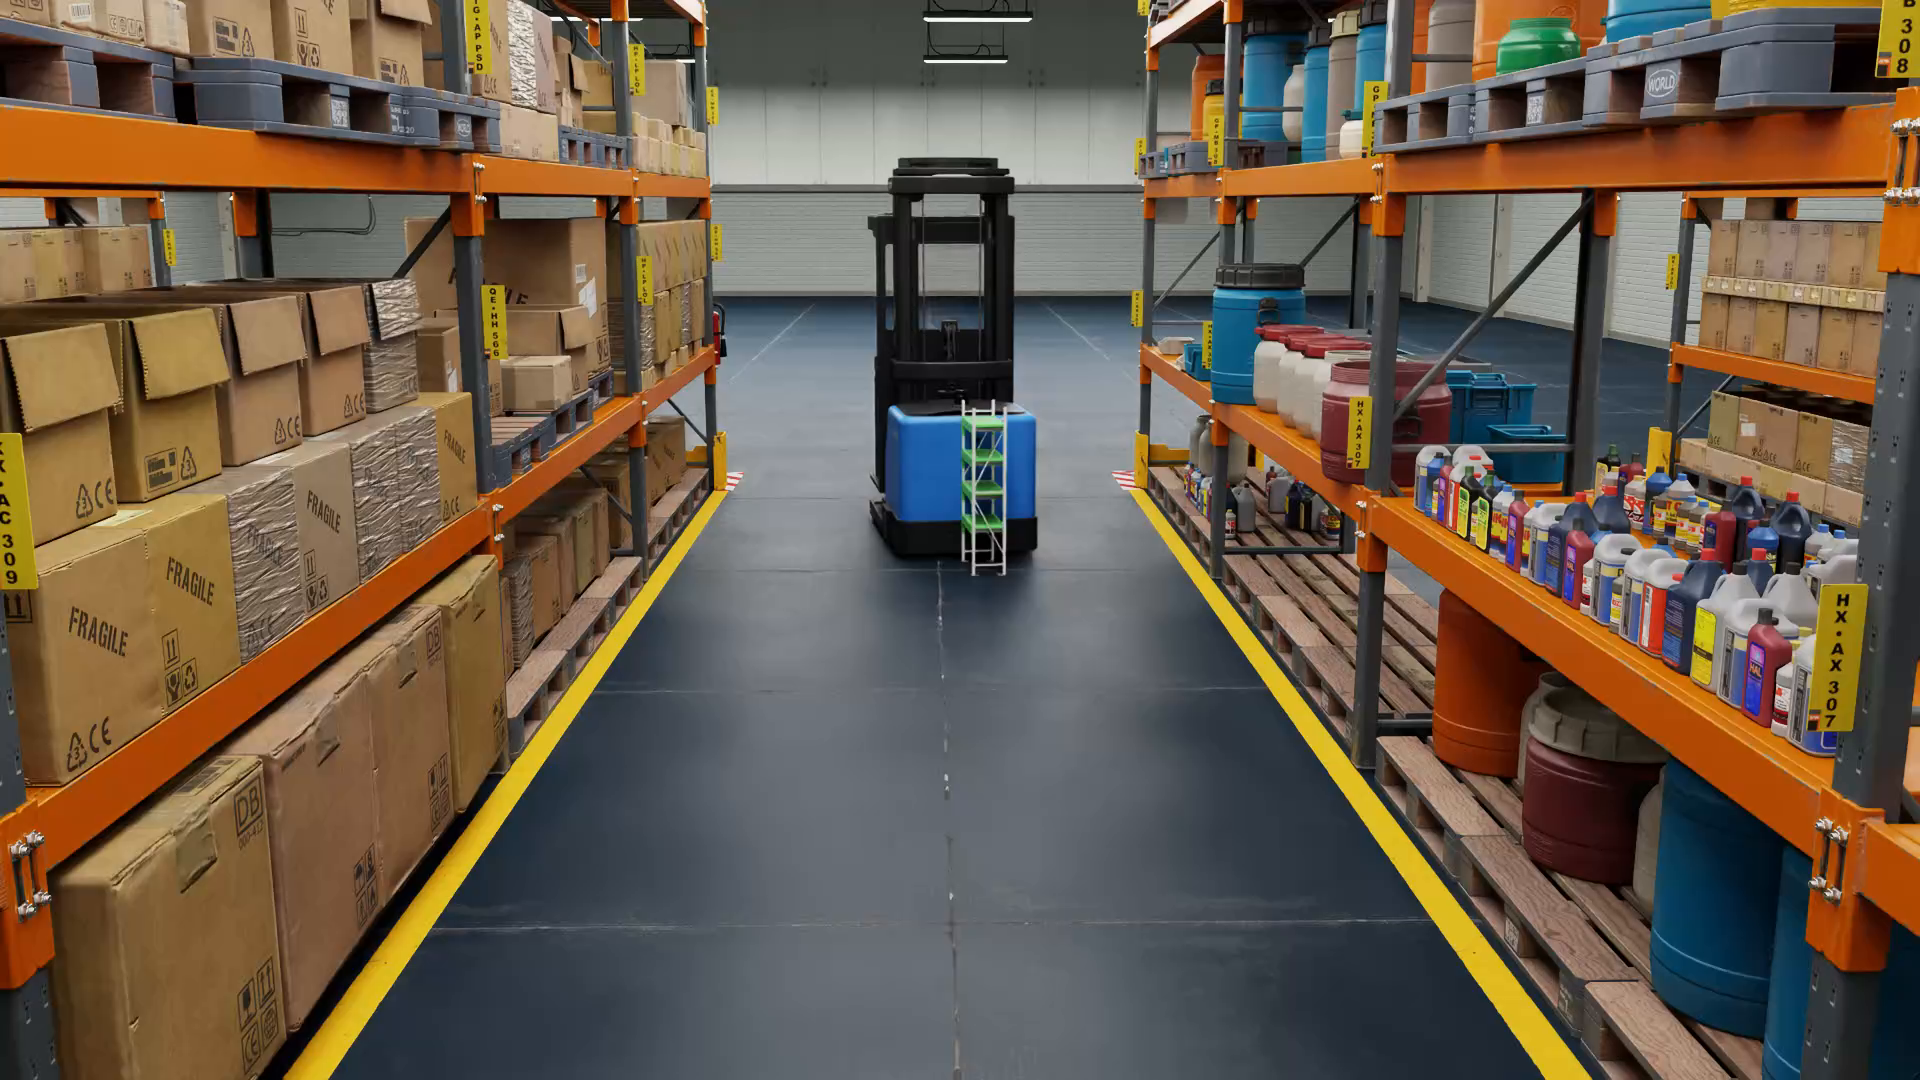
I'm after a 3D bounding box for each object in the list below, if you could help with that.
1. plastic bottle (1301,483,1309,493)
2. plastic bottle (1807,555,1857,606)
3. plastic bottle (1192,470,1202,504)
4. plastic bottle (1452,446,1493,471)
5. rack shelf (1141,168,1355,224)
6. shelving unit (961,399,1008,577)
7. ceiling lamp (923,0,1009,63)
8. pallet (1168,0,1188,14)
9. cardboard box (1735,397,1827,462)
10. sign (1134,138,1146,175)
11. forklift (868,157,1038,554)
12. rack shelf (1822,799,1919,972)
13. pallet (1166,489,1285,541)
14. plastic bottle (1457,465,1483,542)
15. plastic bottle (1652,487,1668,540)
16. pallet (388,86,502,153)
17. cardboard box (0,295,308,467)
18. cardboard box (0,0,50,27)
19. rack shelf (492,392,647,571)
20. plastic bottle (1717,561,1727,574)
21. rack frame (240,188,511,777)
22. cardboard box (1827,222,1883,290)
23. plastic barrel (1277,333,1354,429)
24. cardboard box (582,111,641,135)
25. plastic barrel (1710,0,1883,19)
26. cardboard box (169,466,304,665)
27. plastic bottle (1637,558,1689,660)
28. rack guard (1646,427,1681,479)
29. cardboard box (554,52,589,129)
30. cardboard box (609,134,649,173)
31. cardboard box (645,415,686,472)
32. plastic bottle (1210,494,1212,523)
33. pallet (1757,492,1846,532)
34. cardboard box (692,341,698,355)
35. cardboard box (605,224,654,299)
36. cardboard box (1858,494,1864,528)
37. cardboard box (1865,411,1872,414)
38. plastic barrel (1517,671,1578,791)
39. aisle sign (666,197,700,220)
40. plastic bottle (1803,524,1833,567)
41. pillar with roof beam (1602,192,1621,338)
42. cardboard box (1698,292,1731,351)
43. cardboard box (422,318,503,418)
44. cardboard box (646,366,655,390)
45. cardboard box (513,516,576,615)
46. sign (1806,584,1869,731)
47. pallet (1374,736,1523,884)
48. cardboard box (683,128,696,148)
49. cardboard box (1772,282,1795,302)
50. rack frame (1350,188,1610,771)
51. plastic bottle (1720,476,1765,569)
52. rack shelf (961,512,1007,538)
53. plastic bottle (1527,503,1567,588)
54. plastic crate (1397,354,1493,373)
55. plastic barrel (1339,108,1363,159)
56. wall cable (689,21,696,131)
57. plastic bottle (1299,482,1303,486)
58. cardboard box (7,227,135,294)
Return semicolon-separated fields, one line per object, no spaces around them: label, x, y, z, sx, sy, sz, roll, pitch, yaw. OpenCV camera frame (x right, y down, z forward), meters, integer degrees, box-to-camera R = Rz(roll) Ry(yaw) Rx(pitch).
plastic bottle;2.660;-0.320;12.646;0.144;0.351;0.185;-1;11;-4
plastic bottle;2.632;0.172;4.981;0.152;0.276;0.135;0;11;-1
plastic bottle;1.919;-0.426;13.372;0.097;0.271;0.097;0;11;0
plastic bottle;2.187;-0.260;7.108;0.152;0.276;0.135;0;11;-1
rack shelf;2.225;-2.718;13.175;1.077;0.370;4.000;0;11;-1
shelving unit;0.169;-0.378;11.906;0.258;1.200;0.503;-2;12;-8
ceiling lamp;0.130;-12.848;39.076;2.000;3.185;0.800;0;11;-1
pallet;2.193;-4.261;12.910;1.003;0.211;1.213;0;11;-1
cardboard box;6.960;-0.937;14.106;0.500;0.500;0.500;0;11;-1
sign;1.633;-3.471;15.055;0.100;0.325;0.005;0;11;-1
forklift;-0.153;-1.574;13.444;1.130;2.935;3.031;-2;12;-8
rack shelf;2.473;1.138;1.715;1.077;0.370;4.000;0;11;-1
pallet;2.266;-0.213;13.577;1.003;0.211;1.213;0;11;-1
plastic bottle;2.001;-0.144;6.518;0.061;0.283;0.133;0;11;-1
plastic bottle;2.779;-0.104;6.529;0.097;0.201;0.097;0;11;0
pallet;-2.537;-1.637;6.513;1.213;0.211;1.003;0;11;1
cardboard box;-2.573;-0.519;5.301;0.797;0.503;0.637;0;11;1
cardboard box;-2.542;-1.432;3.721;0.700;0.500;0.500;0;11;0
rack shelf;-2.644;-0.432;9.454;1.077;0.370;4.000;0;11;-1
plastic bottle;2.206;0.197;4.869;0.097;0.271;0.097;0;11;0
rack frame;-2.603;-0.387;7.423;1.000;3.000;0.127;0;11;-1
cardboard box;7.182;-2.195;12.820;0.700;0.500;0.500;0;11;-1
plastic barrel;2.082;-0.932;9.768;0.433;0.535;0.433;0;11;0
cardboard box;-2.384;-2.840;11.344;0.380;0.149;0.250;-1;11;-3
plastic barrel;2.210;-1.561;4.135;0.600;0.588;0.600;0;11;0
cardboard box;-2.301;0.067;4.932;0.500;0.500;0.500;0;11;-2
plastic bottle;2.082;0.199;4.848;0.152;0.276;0.135;0;11;-1
rack guard;7.135;-0.797;15.730;1.175;0.500;0.348;0;11;-1
cardboard box;-2.775;-2.815;10.529;0.797;0.503;0.637;-1;11;-4
cardboard box;-2.439;-2.669;11.505;0.500;0.250;0.500;-1;11;-3
cardboard box;-2.772;-0.834;14.856;0.500;0.500;0.500;2;12;9
plastic bottle;1.961;-0.285;12.475;0.144;0.351;0.185;-1;11;-4
pallet;7.216;-0.257;13.794;1.003;0.211;1.213;0;11;-1
cardboard box;-2.495;-1.699;14.522;0.380;0.149;0.250;0;11;-1
cardboard box;-2.441;-1.957;11.649;0.500;0.500;0.500;0;11;-1
cardboard box;6.990;-0.172;12.220;0.500;0.250;0.500;0;11;-1
cardboard box;7.501;-0.740;13.136;0.500;0.500;0.500;0;11;-1
plastic barrel;2.477;0.815;6.698;0.421;0.512;0.421;0;11;0
aisle sign;-2.470;-3.265;15.070;0.394;0.787;0.004;0;11;-1
plastic bottle;2.802;0.085;5.422;0.097;0.271;0.097;0;11;0
pillar with roof beam;8.292;-8.403;31.847;9.100;9.000;0.548;0;11;-1
cardboard box;7.133;-1.973;14.991;0.700;0.500;0.500;0;11;-1
cardboard box;-2.766;-0.860;8.444;0.700;0.500;0.500;1;12;7
cardboard box;-2.382;-1.153;11.829;0.380;0.149;0.250;0;11;-1
cardboard box;-2.692;0.156;9.929;0.700;0.500;0.500;-1;12;-6
sign;1.881;0.254;3.567;0.100;0.325;0.005;0;11;-1
pallet;2.407;1.116;7.028;1.003;0.211;1.213;0;11;-1
cardboard box;-2.418;-3.359;13.904;0.380;0.149;0.250;0;11;-1
cardboard box;6.957;-2.049;13.733;0.380;0.149;0.250;0;11;-2
rack frame;2.349;-0.407;7.523;1.000;3.000;0.127;0;11;-1
plastic bottle;2.769;-0.046;5.863;0.144;0.351;0.185;0;11;-1
rack shelf;0.169;-0.080;11.966;0.258;0.148;0.480;-2;12;-8
plastic bottle;2.063;0.016;5.746;0.152;0.276;0.135;0;11;-1
plastic crate;2.621;-0.761;9.106;0.402;0.464;0.583;0;11;-1
plastic barrel;2.089;-2.062;8.480;0.301;0.262;0.301;0;11;0
wall cable;-8.393;-12.971;45.806;2.305;6.003;0.169;0;11;-1
plastic bottle;2.620;-0.310;12.797;0.097;0.271;0.097;0;11;0
cardboard box;-7.657;-2.397;14.236;0.875;0.550;0.550;0;11;-1
